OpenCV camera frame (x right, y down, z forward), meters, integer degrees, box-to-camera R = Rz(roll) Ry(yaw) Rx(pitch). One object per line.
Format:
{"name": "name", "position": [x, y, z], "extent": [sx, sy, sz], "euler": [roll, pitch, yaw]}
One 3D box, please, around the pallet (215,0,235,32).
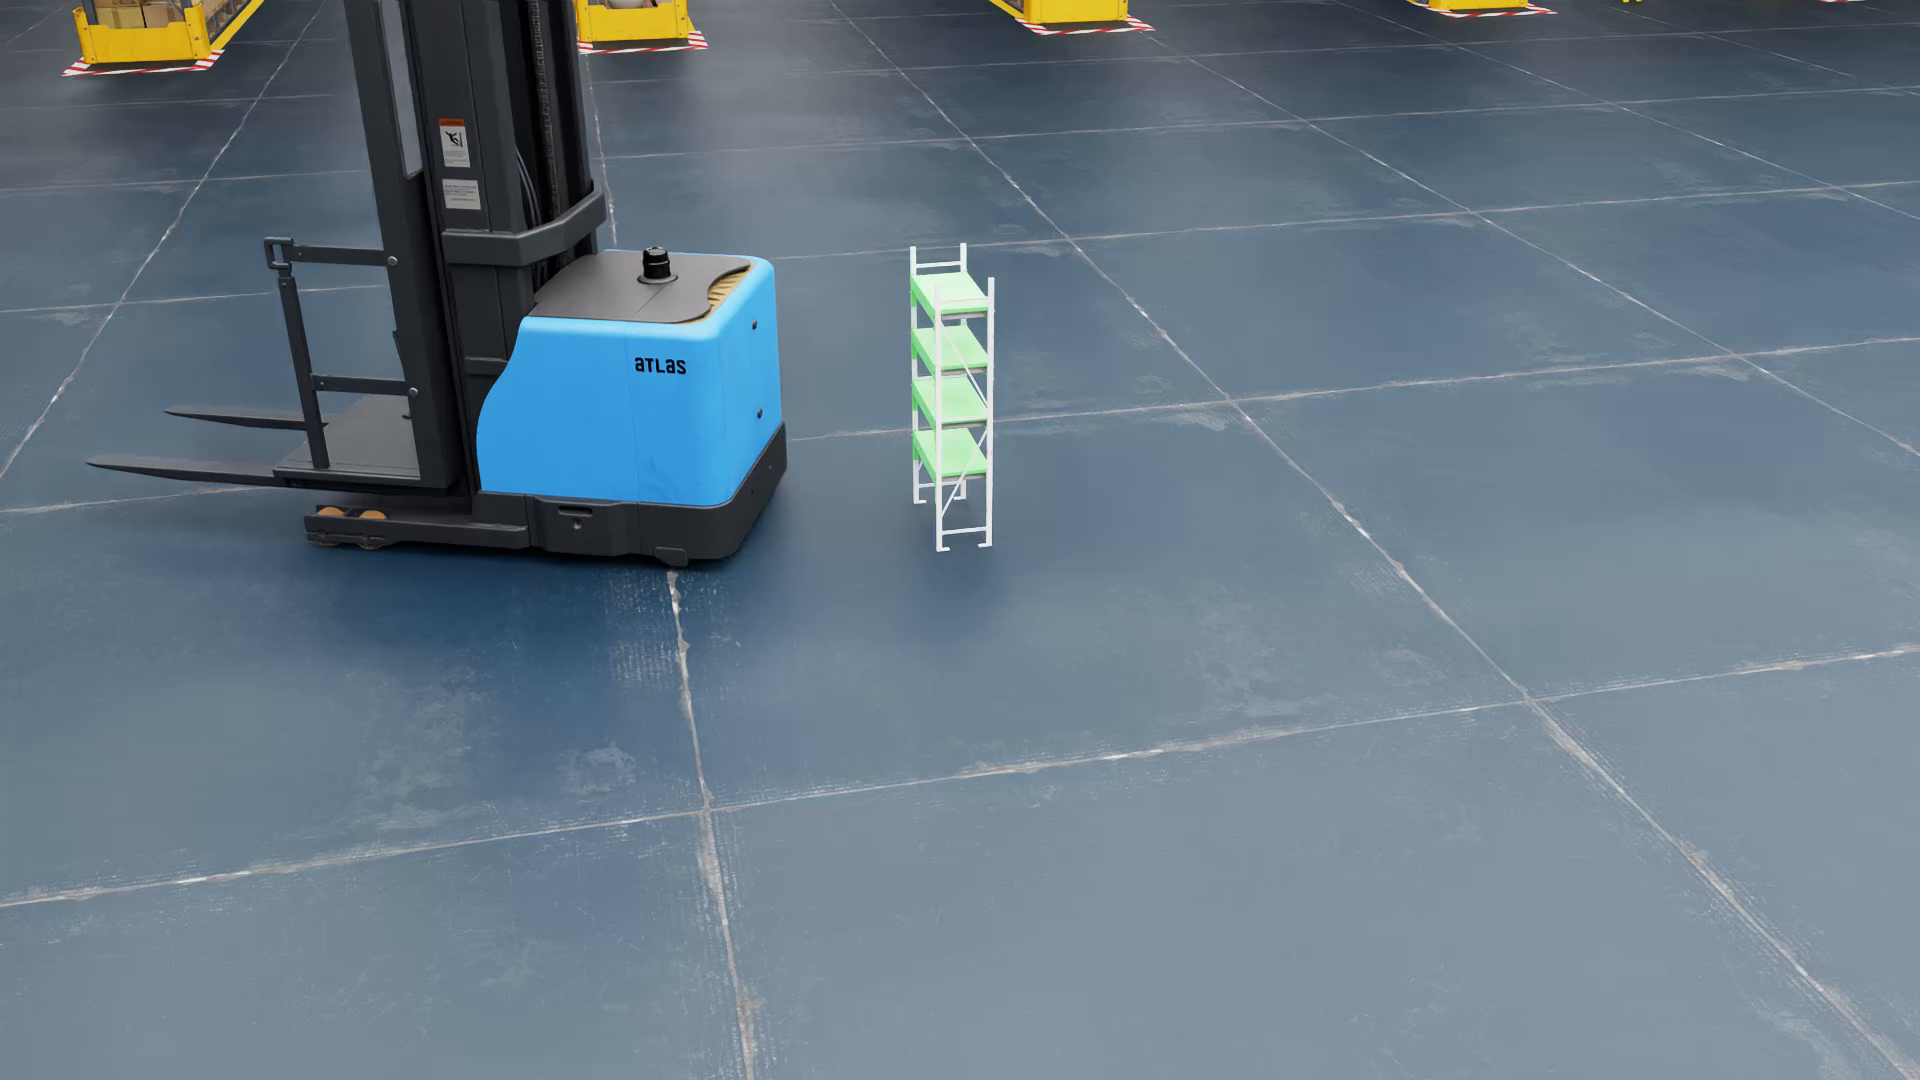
{"name": "pallet", "position": [-8.795, -5.904, 18.713], "extent": [1.003, 0.211, 1.213], "euler": [-6, 27, -12]}

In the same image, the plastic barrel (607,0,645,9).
{"name": "plastic barrel", "position": [-3.706, -6.142, 18.385], "extent": [0.421, 0.512, 0.421], "euler": [0, 27, 0]}

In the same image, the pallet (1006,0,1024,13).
{"name": "pallet", "position": [1.177, -6.436, 19.767], "extent": [1.003, 0.211, 1.213], "euler": [-6, 27, -12]}

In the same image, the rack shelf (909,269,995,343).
{"name": "rack shelf", "position": [-0.037, -0.980, 6.936], "extent": [0.258, 0.148, 0.480], "euler": [-6, 27, -12]}

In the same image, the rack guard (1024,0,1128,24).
{"name": "rack guard", "position": [1.325, -6.205, 18.988], "extent": [1.175, 0.500, 0.348], "euler": [-6, 27, -12]}

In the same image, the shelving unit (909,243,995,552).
{"name": "shelving unit", "position": [-0.037, -0.608, 7.124], "extent": [0.258, 1.200, 0.503], "euler": [-6, 27, -12]}

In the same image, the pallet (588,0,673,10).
{"name": "pallet", "position": [-3.724, -5.925, 18.755], "extent": [1.003, 0.211, 1.213], "euler": [-6, 27, -12]}

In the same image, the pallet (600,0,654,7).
{"name": "pallet", "position": [-3.996, -6.460, 19.814], "extent": [1.003, 0.211, 1.213], "euler": [-6, 27, -12]}

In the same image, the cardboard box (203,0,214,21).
{"name": "cardboard box", "position": [-8.330, -5.720, 17.839], "extent": [0.500, 0.250, 0.500], "euler": [-6, 27, -12]}

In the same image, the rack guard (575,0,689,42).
{"name": "rack guard", "position": [-3.546, -5.697, 17.982], "extent": [1.175, 0.500, 0.348], "euler": [-6, 27, -12]}

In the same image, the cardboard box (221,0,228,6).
{"name": "cardboard box", "position": [-8.551, -6.159, 18.710], "extent": [0.500, 0.250, 0.500], "euler": [-6, 27, -12]}

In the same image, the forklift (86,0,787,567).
{"name": "forklift", "position": [-2.369, -1.496, 6.961], "extent": [3.031, 2.935, 1.130], "euler": [4, 27, 8]}

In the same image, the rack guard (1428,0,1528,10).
{"name": "rack guard", "position": [6.203, -6.620, 19.811], "extent": [1.175, 0.500, 0.348], "euler": [-6, 27, -12]}

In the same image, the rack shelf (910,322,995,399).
{"name": "rack shelf", "position": [-0.037, -0.766, 7.044], "extent": [0.258, 0.148, 0.480], "euler": [-6, 27, -12]}

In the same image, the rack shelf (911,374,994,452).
{"name": "rack shelf", "position": [-0.037, -0.551, 7.152], "extent": [0.258, 0.148, 0.480], "euler": [-6, 27, -12]}

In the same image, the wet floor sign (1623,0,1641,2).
{"name": "wet floor sign", "position": [8.133, -6.884, 20.172], "extent": [0.267, 0.644, 0.232], "euler": [-11, 29, -20]}

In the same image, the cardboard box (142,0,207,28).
{"name": "cardboard box", "position": [-8.214, -5.501, 17.405], "extent": [0.500, 0.250, 0.500], "euler": [-6, 27, -12]}

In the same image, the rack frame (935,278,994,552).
{"name": "rack frame", "position": [0.018, -0.501, 6.911], "extent": [0.240, 1.200, 0.015], "euler": [-6, 27, -12]}

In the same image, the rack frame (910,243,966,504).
{"name": "rack frame", "position": [-0.092, -0.715, 7.336], "extent": [0.240, 1.200, 0.015], "euler": [-6, 27, -12]}

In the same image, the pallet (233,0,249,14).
{"name": "pallet", "position": [-9.073, -6.441, 19.776], "extent": [1.003, 0.211, 1.213], "euler": [-6, 27, -12]}

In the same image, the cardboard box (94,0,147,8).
{"name": "cardboard box", "position": [-8.721, -5.783, 17.131], "extent": [0.500, 0.500, 0.500], "euler": [-6, 27, -12]}

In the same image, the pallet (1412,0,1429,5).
{"name": "pallet", "position": [5.941, -6.845, 20.577], "extent": [1.003, 0.211, 1.213], "euler": [-6, 27, -12]}

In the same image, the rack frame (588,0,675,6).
{"name": "rack frame", "position": [-3.483, -6.784, 17.362], "extent": [1.000, 3.000, 0.127], "euler": [-6, 27, -12]}

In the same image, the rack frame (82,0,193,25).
{"name": "rack frame", "position": [-8.310, -6.283, 16.369], "extent": [1.000, 3.000, 0.127], "euler": [-6, 27, -12]}

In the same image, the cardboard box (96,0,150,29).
{"name": "cardboard box", "position": [-8.719, -5.448, 17.301], "extent": [0.500, 0.250, 0.500], "euler": [-6, 27, -12]}

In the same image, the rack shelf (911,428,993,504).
{"name": "rack shelf", "position": [-0.037, -0.337, 7.261], "extent": [0.258, 0.148, 0.480], "euler": [-6, 27, -12]}

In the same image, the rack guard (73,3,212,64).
{"name": "rack guard", "position": [-8.305, -5.156, 16.911], "extent": [1.175, 0.500, 0.348], "euler": [-6, 27, -12]}

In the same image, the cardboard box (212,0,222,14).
{"name": "cardboard box", "position": [-8.443, -5.939, 18.274], "extent": [0.500, 0.250, 0.500], "euler": [-6, 27, -12]}

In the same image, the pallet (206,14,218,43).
{"name": "pallet", "position": [-8.523, -5.369, 17.654], "extent": [1.003, 0.211, 1.213], "euler": [-6, 27, -12]}
